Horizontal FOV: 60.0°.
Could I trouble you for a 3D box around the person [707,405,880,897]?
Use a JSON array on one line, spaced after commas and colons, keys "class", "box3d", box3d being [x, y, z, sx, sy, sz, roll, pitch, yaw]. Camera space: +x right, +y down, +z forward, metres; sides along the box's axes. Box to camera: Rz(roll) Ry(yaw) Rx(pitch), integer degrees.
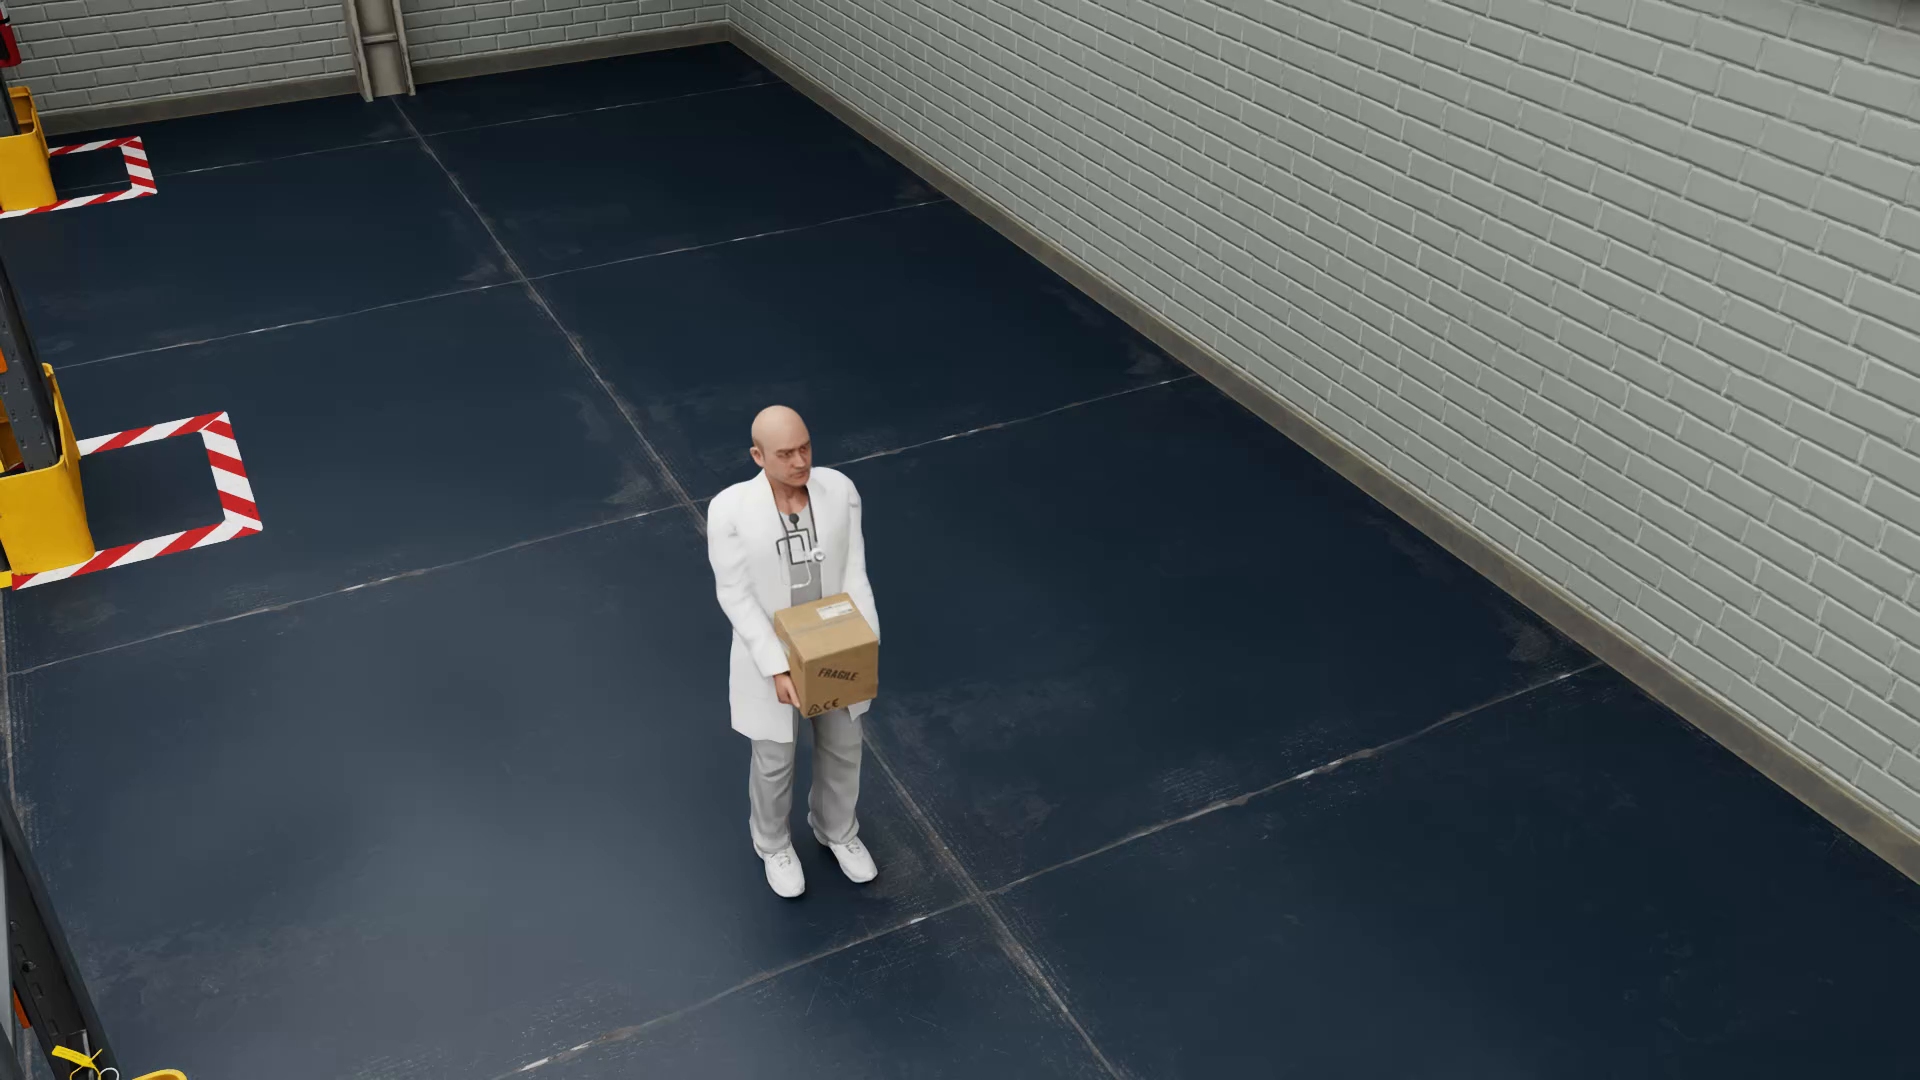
[{"class": "person", "box3d": [-0.499, 0.425, 5.493, 0.529, 1.772, 0.553, -15, 36, -22]}]
